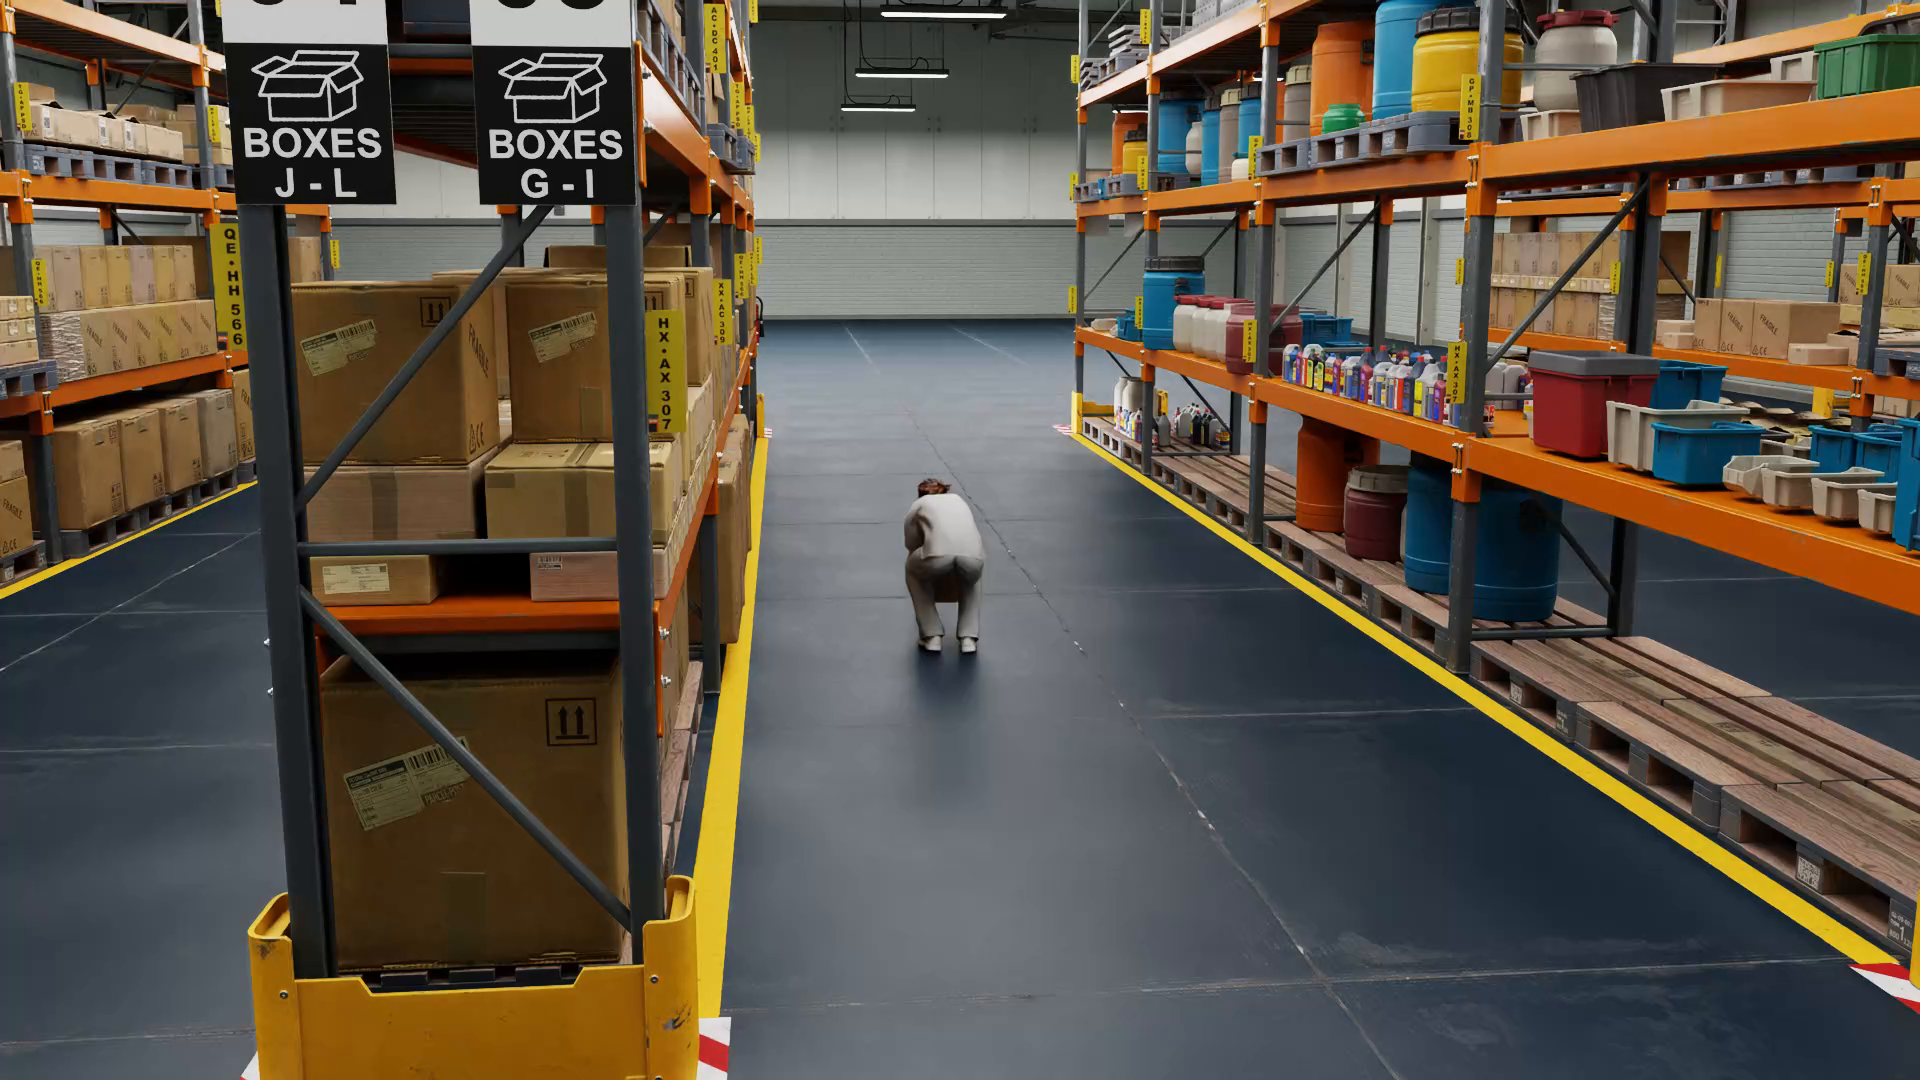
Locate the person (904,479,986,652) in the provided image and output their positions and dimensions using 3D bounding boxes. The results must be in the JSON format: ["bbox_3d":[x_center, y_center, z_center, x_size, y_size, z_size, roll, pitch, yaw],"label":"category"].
[{"bbox_3d":[-0.088,0.142,9.701,0.459,0.946,0.841,-1,10,-8],"label":"person"}]
